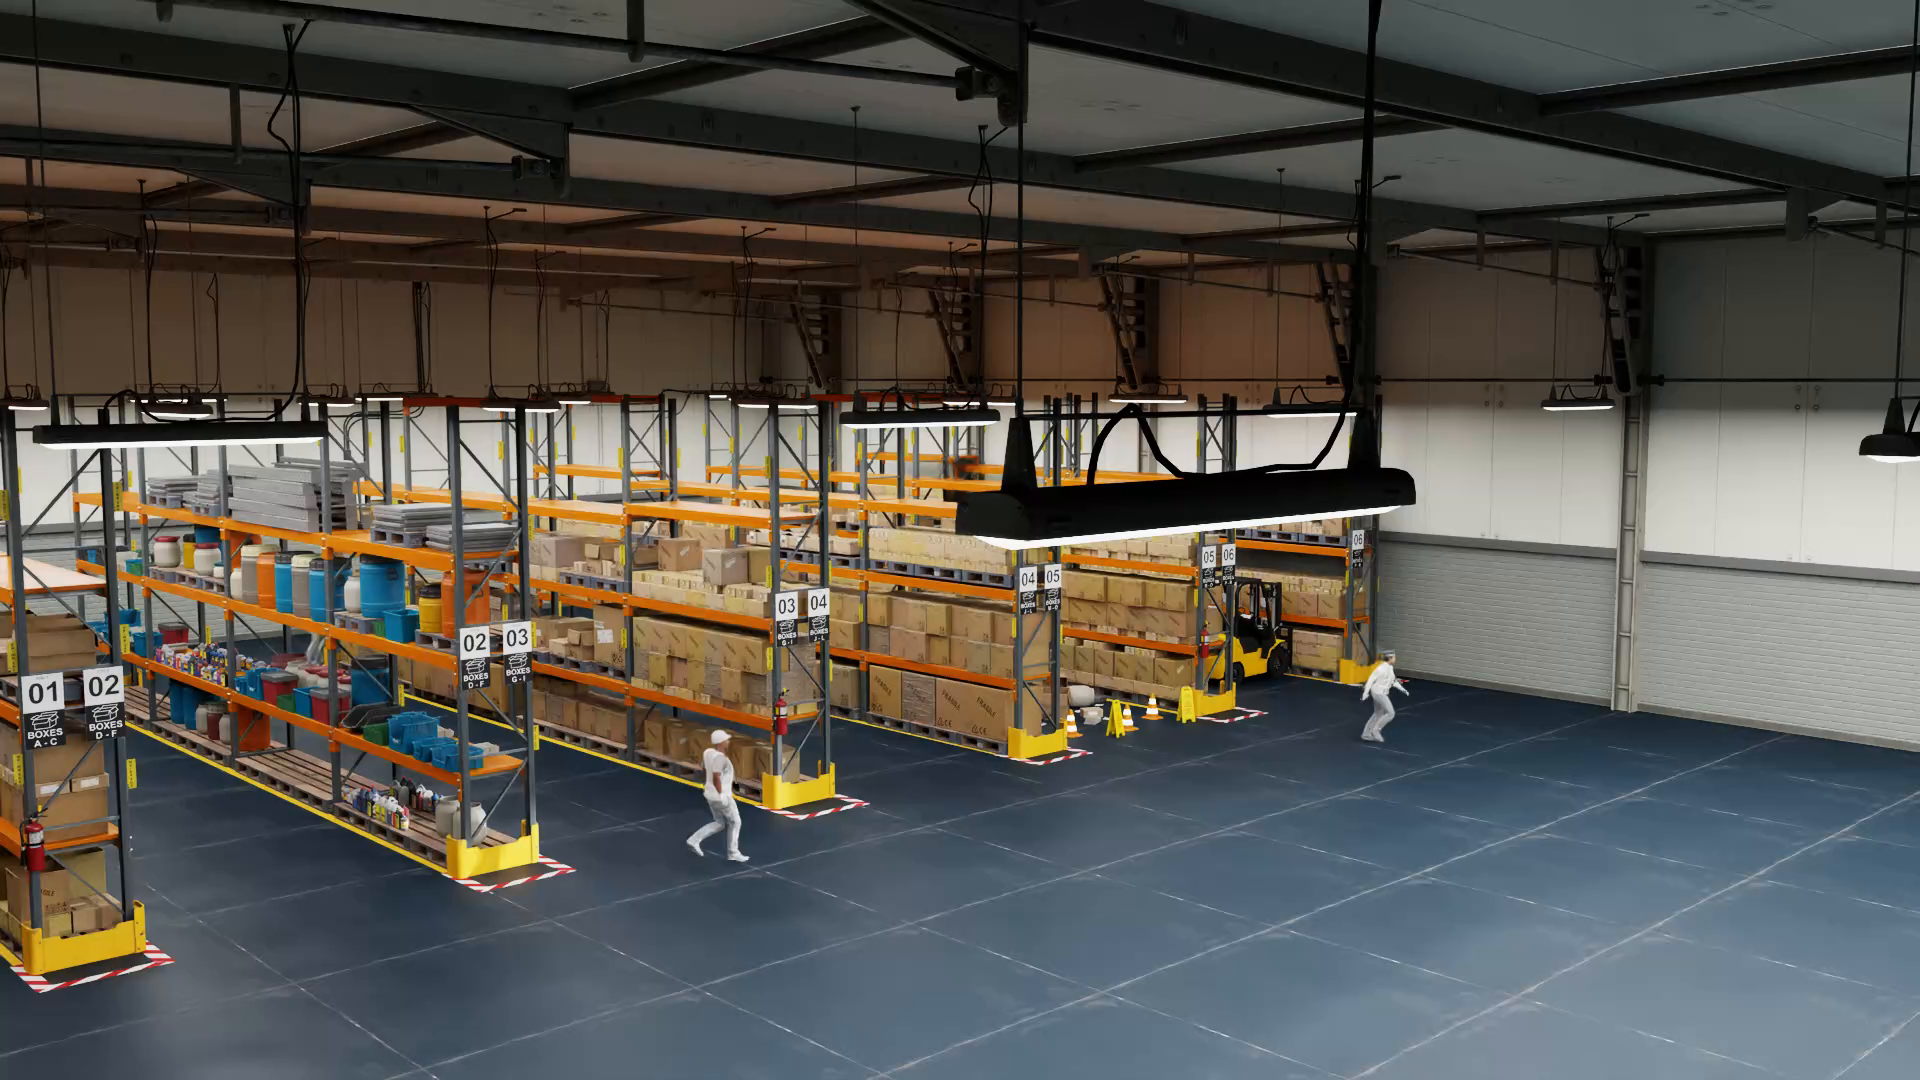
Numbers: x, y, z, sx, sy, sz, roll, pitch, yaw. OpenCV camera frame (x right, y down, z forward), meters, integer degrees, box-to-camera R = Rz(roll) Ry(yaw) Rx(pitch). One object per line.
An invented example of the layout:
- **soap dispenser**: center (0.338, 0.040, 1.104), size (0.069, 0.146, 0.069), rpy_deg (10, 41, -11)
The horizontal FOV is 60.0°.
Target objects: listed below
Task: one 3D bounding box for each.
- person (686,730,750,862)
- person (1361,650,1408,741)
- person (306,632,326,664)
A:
- **person**: center (-3.177, 3.363, 21.739), size (0.845, 1.777, 0.727), rpy_deg (-3, 6, -28)
- **person**: center (7.358, 2.707, 29.035), size (0.644, 1.619, 0.592), rpy_deg (2, 6, 24)
- **person**: center (-14.242, 1.928, 36.934), size (0.670, 1.680, 0.562), rpy_deg (-3, 6, -26)
